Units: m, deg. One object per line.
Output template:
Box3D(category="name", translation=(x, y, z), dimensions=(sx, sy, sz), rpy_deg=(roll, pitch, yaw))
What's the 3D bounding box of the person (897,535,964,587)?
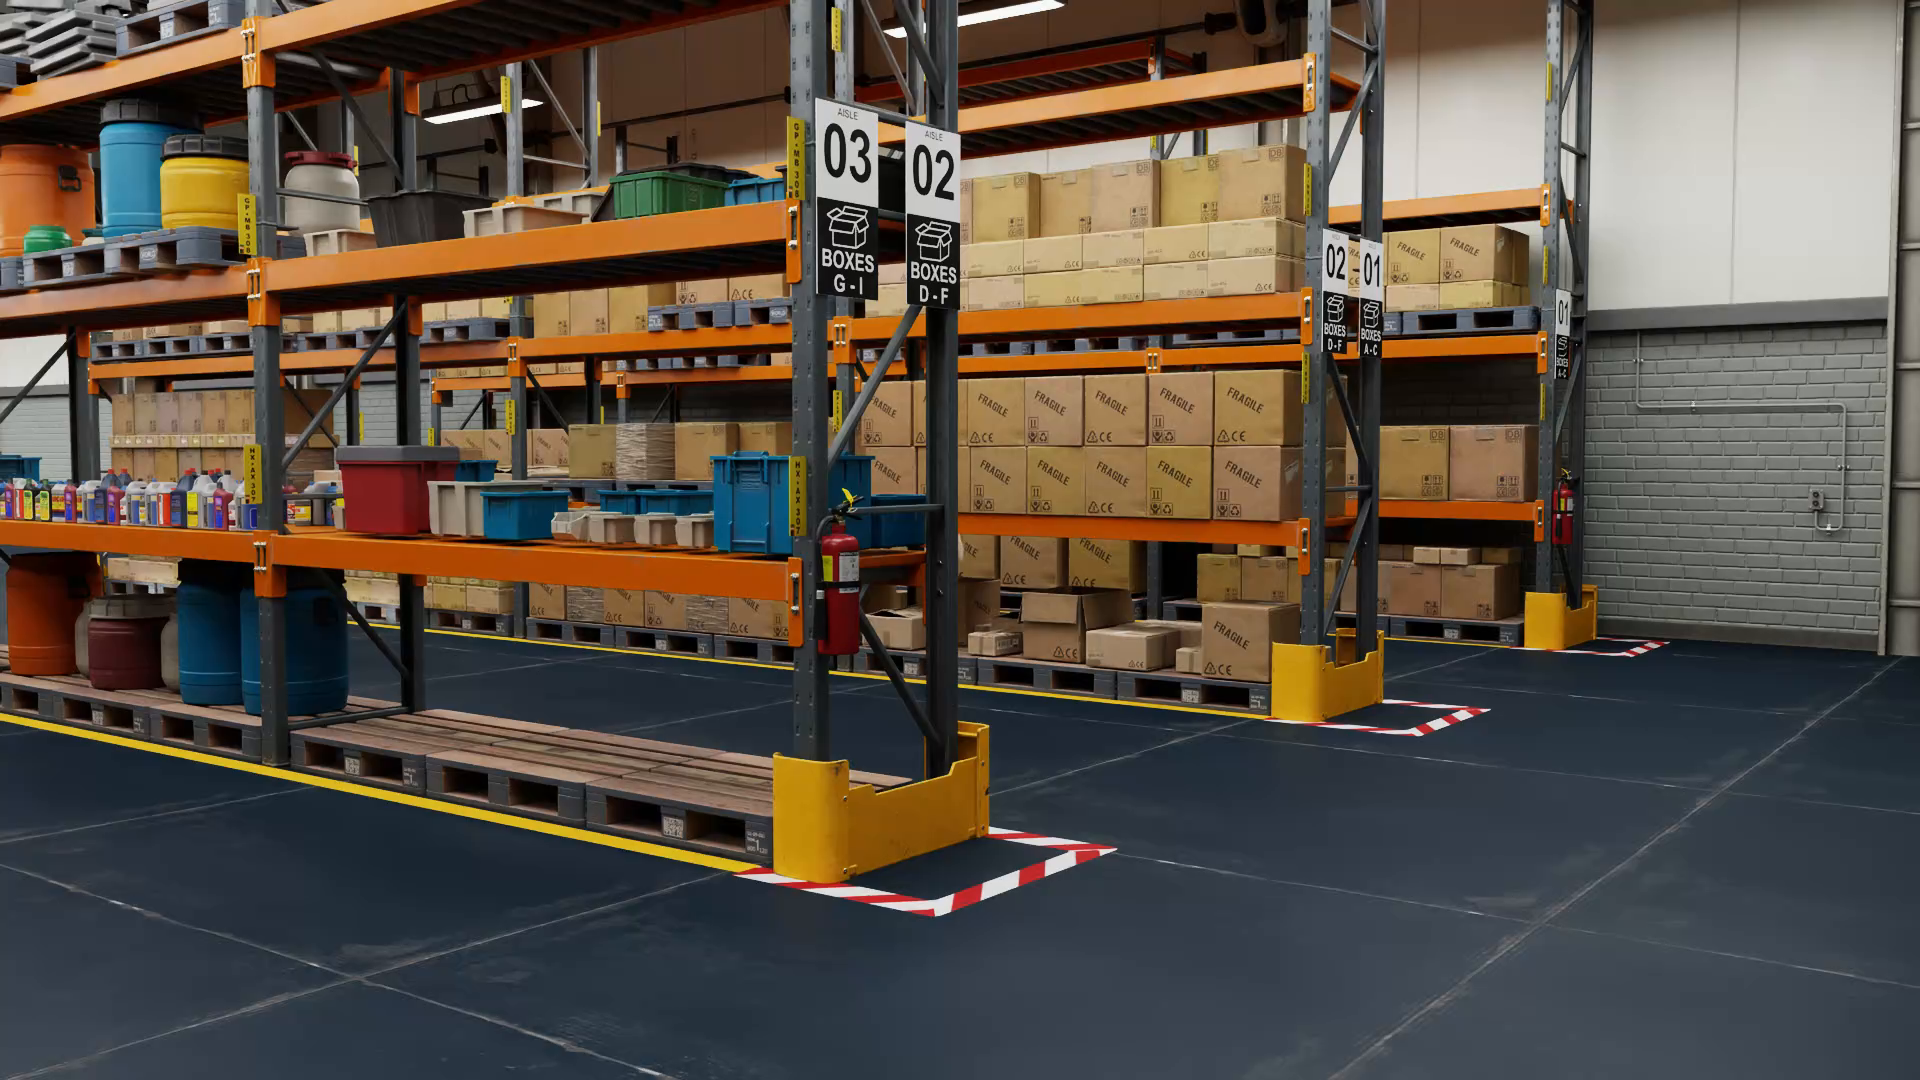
Box3D(category="person", translation=(-0.343, 0.181, 17.630), dimensions=(0.780, 1.287, 0.631), rpy_deg=(2, 4, 36))
